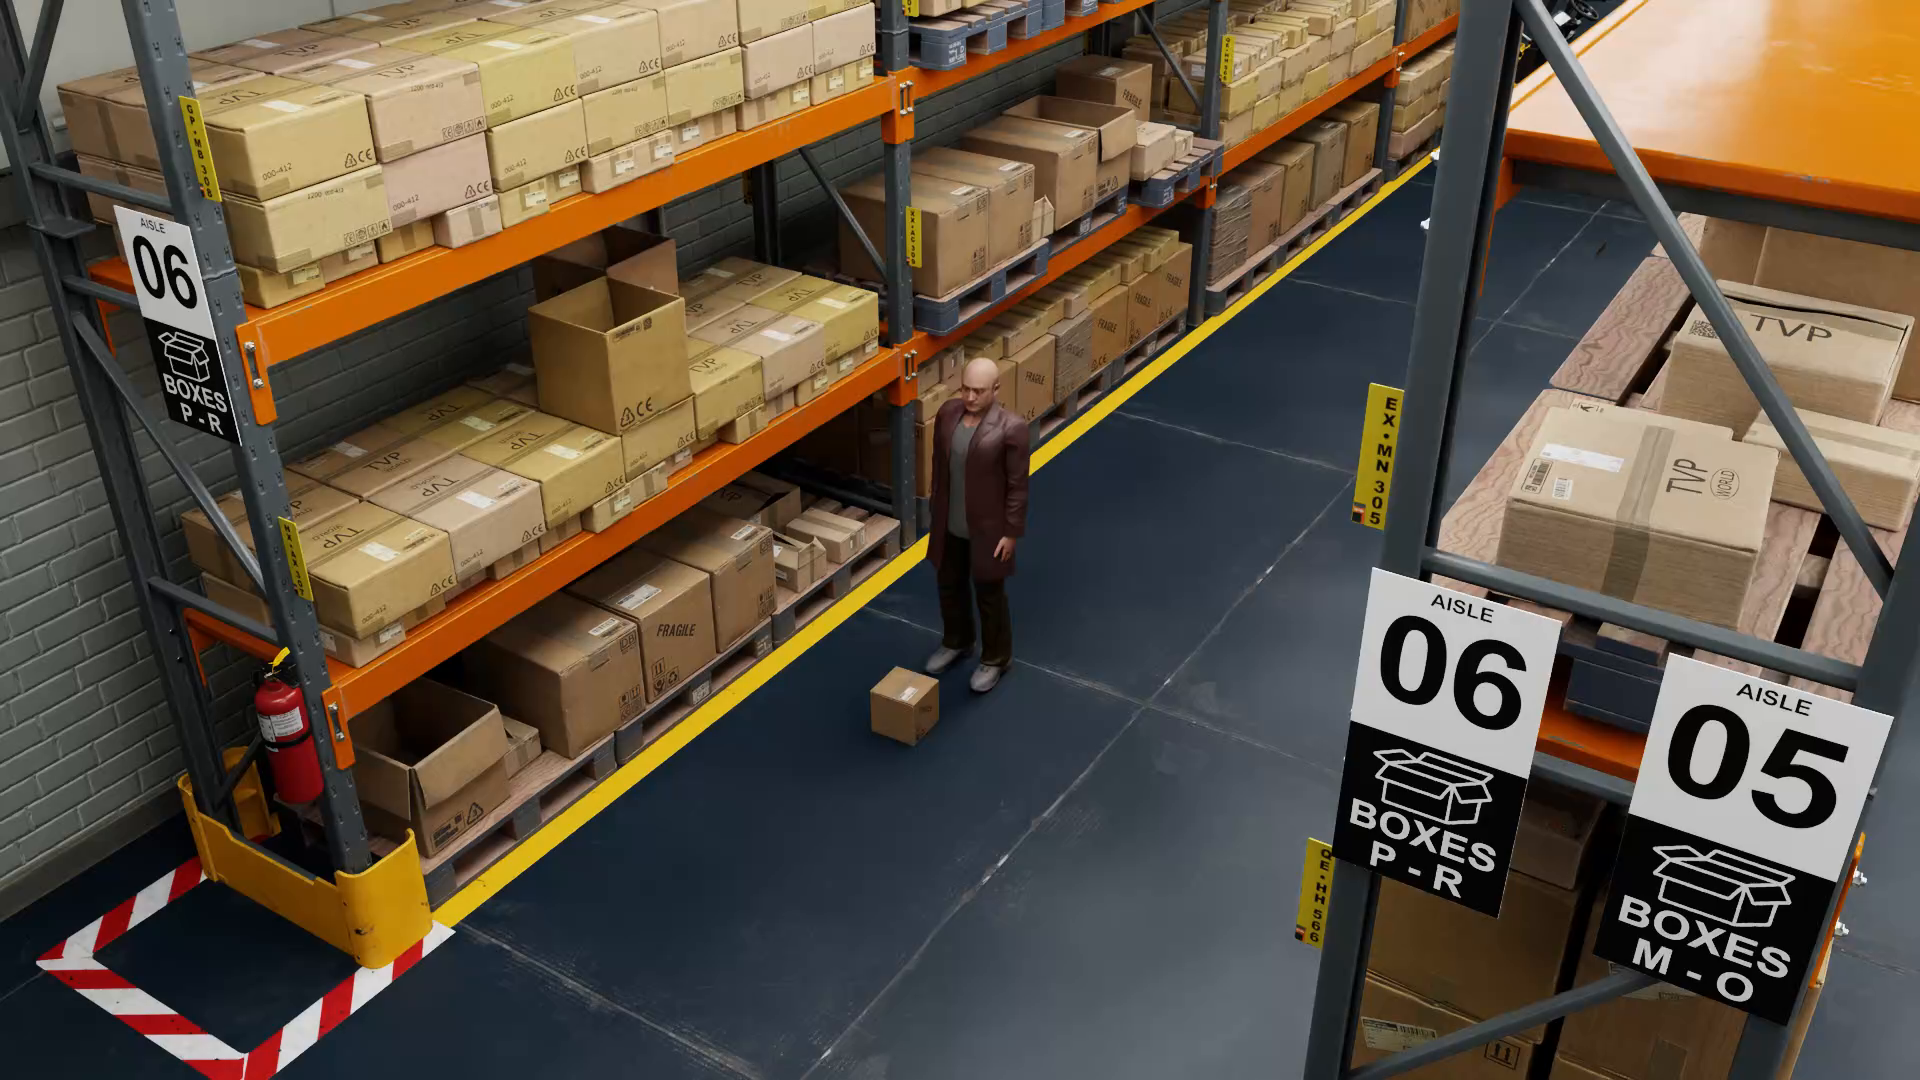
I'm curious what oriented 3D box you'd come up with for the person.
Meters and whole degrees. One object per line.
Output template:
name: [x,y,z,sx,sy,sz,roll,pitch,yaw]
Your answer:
person: [0.077,-0.077,8.344,0.561,1.777,0.380,19,35,29]
